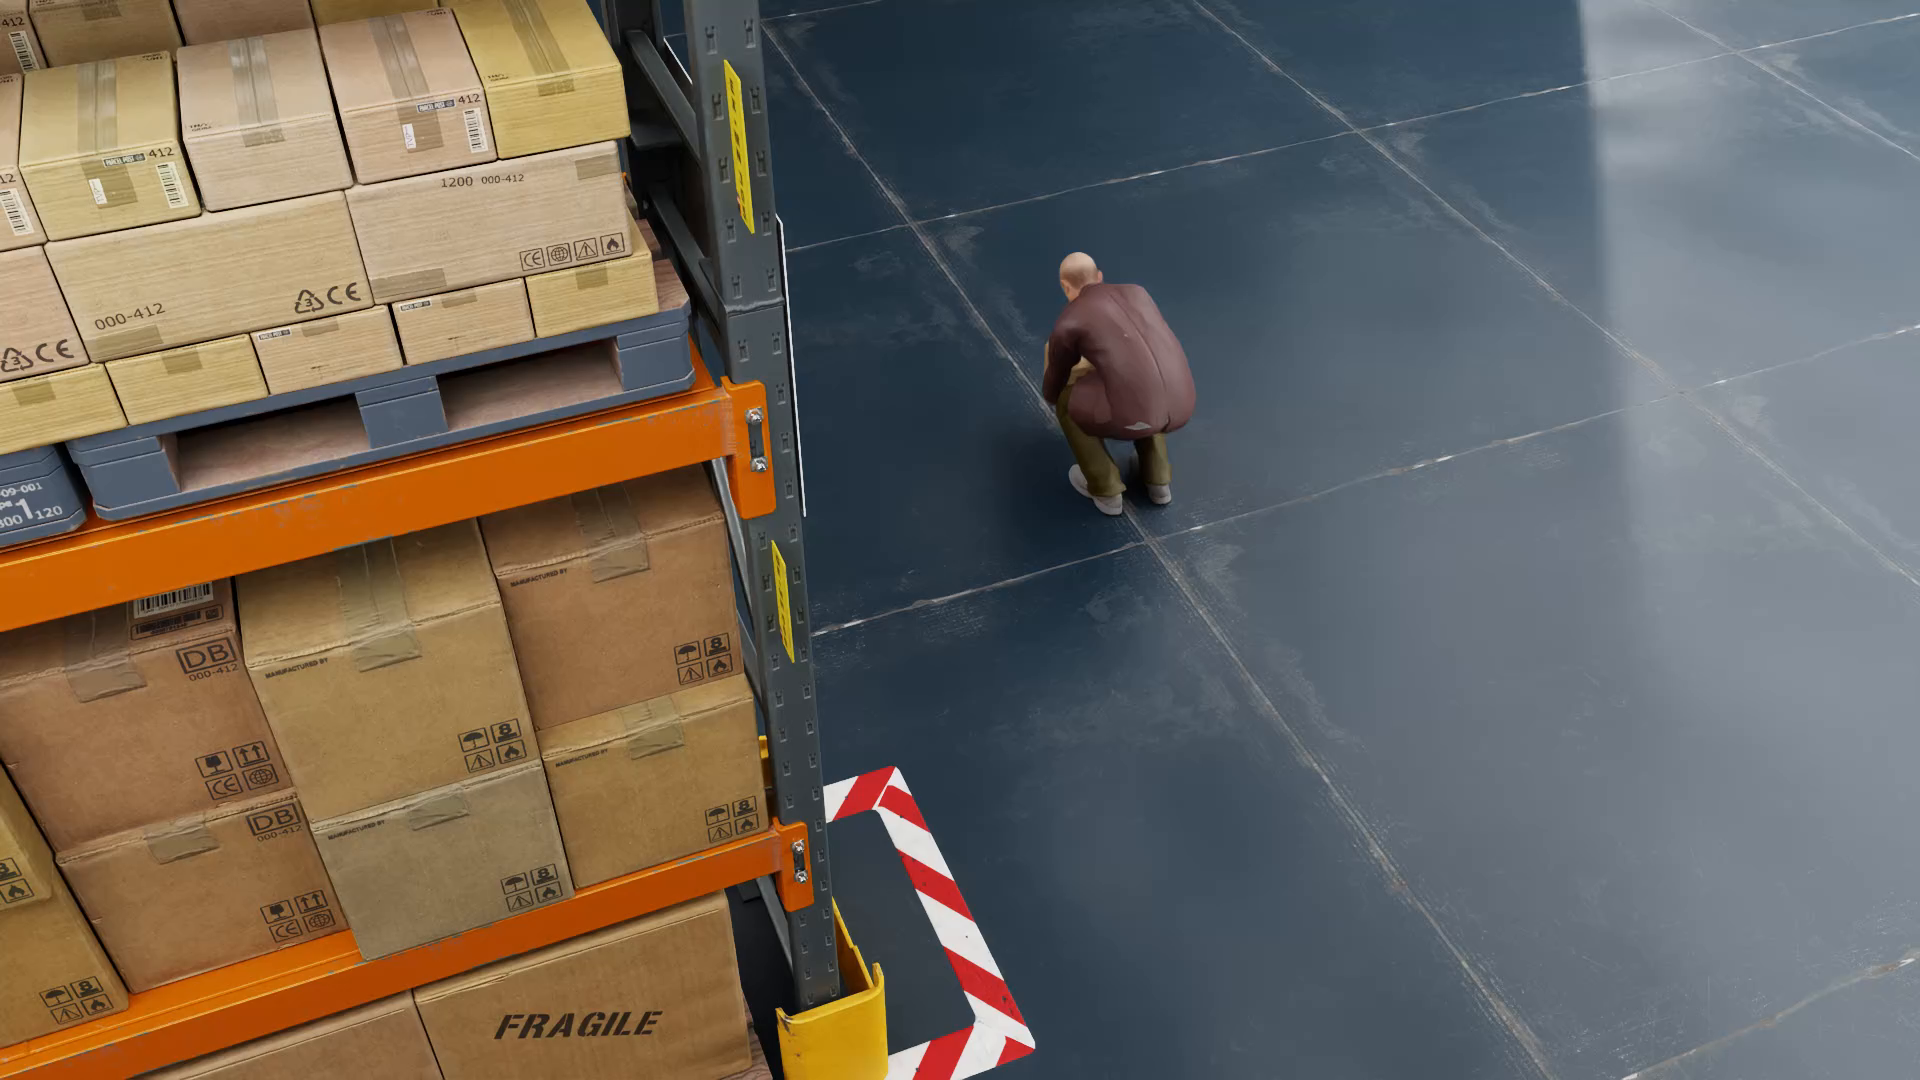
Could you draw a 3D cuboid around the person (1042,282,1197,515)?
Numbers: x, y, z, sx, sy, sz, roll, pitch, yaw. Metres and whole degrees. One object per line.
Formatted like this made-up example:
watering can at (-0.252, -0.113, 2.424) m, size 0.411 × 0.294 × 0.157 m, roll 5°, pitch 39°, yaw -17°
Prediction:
person at (0.723, -0.663, 7.555) m, size 0.586 × 0.953 × 0.849 m, roll -16°, pitch 44°, yaw -18°
